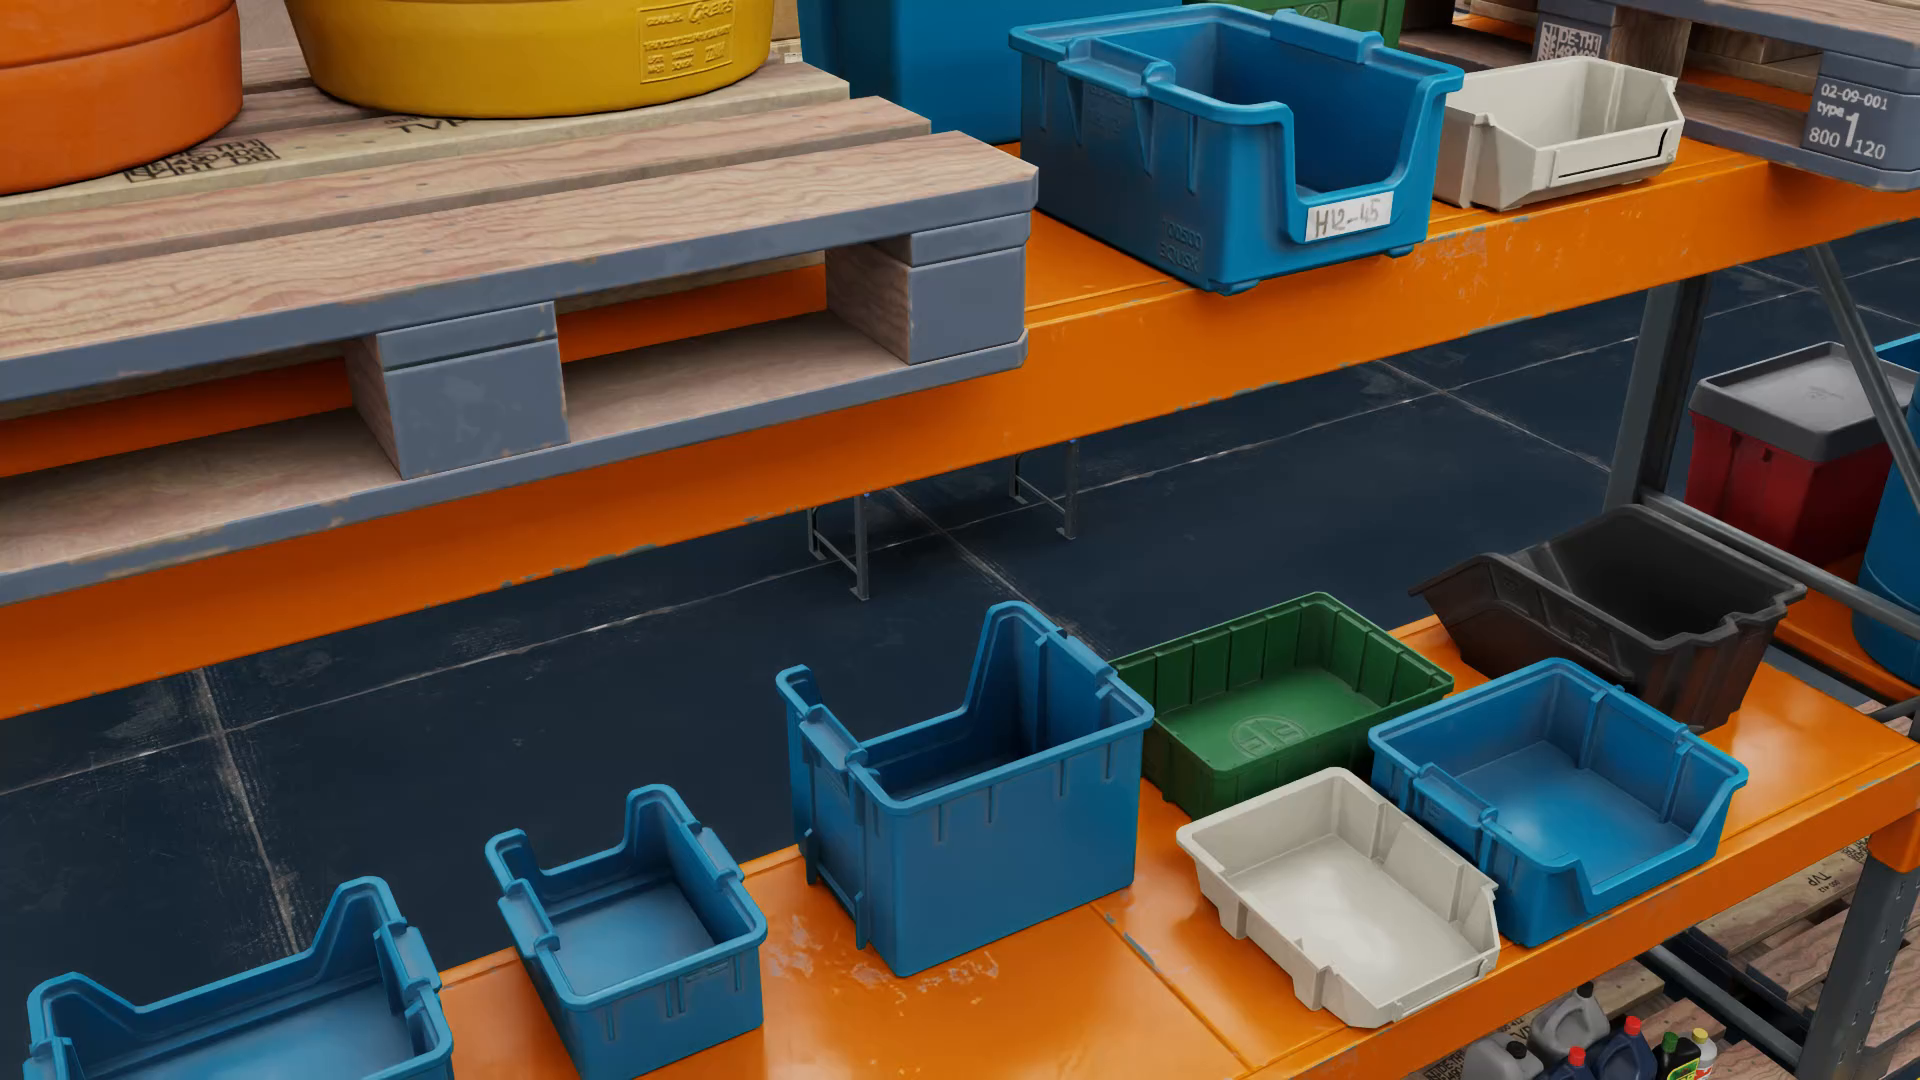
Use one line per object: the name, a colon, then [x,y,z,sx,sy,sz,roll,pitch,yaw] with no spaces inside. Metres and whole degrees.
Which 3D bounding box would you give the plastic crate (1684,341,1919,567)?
plastic crate: [2.265,-0.207,4.454,0.583,0.464,0.402,-16,33,-26]

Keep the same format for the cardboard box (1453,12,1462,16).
cardboard box: [2.609,-2.867,9.432,0.500,0.311,0.500,-14,32,-23]

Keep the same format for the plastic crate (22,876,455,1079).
plastic crate: [-1.166,0.864,2.733,0.616,0.251,0.499,-16,33,-26]

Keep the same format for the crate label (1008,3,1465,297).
crate label: [0.335,-0.522,2.142,0.408,0.251,0.502,-16,33,-26]

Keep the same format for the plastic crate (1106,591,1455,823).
plastic crate: [0.689,0.375,3.686,0.662,0.188,0.450,-16,33,-26]

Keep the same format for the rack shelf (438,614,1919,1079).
rack shelf: [0.278,0.872,3.311,4.000,0.370,1.077,-16,33,-26]

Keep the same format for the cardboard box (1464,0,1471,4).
cardboard box: [3.431,-3.405,9.778,0.700,0.500,0.500,22,36,34]

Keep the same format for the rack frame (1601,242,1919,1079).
rack frame: [2.003,0.067,4.024,0.127,3.000,1.000,-16,33,-26]

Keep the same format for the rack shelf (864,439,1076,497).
rack shelf: [-0.074,-0.478,6.937,1.000,0.185,0.538,-16,33,-26]

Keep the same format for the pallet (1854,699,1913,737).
pallet: [3.713,0.779,5.620,1.213,0.211,1.003,-16,33,-26]

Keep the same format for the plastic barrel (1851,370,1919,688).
plastic barrel: [2.489,-0.121,3.845,0.708,0.901,0.600,-16,33,-26]

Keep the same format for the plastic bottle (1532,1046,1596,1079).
plastic bottle: [1.428,1.359,3.969,0.185,0.351,0.144,-18,33,-29]

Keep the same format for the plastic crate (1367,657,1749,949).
plastic crate: [1.186,0.516,3.364,0.616,0.251,0.499,-16,33,-26]

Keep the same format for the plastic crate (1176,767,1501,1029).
plastic crate: [0.731,0.686,3.176,0.437,0.136,0.530,-16,33,-26]

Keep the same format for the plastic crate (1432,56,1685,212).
plastic crate: [0.824,-0.569,2.346,0.396,0.136,0.243,-16,33,-26]

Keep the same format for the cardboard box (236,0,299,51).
cardboard box: [-2.613,-2.007,6.335,0.500,0.500,0.700,-16,33,-26]

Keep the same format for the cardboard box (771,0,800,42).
cardboard box: [-0.883,-2.498,7.225,0.500,0.500,0.700,-16,33,-26]

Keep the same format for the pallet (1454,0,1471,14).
pallet: [3.494,-3.088,9.939,1.003,0.211,1.213,-16,33,-26]

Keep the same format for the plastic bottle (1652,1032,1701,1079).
plastic bottle: [1.755,1.319,4.112,0.133,0.283,0.061,-14,32,-24]

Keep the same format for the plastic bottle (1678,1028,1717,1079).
plastic bottle: [1.848,1.318,4.198,0.097,0.201,0.097,0,29,0]

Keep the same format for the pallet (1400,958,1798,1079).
pallet: [1.402,1.435,4.431,1.213,0.211,1.003,-16,33,-26]

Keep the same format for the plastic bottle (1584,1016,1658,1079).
plastic bottle: [1.593,1.312,4.054,0.185,0.351,0.144,-17,33,-28]

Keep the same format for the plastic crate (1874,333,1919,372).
plastic crate: [2.796,-0.325,4.752,0.575,0.384,0.392,-16,33,-26]

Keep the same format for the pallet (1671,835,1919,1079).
pallet: [2.660,1.080,5.075,1.213,0.211,1.003,-16,33,-26]

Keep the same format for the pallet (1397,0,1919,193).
pallet: [1.430,-0.946,2.951,1.003,0.211,1.213,-16,33,-26]

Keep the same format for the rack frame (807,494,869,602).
rack frame: [-0.512,-0.511,6.624,0.032,1.500,0.500,-16,33,-26]

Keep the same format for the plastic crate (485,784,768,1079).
plastic crate: [-0.603,0.708,3.017,0.408,0.251,0.499,-16,33,-26]

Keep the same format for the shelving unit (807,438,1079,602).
shelving unit: [-0.074,-0.636,6.850,1.048,1.500,0.538,-16,33,-26]

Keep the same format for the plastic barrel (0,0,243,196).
plastic barrel: [-1.091,-0.811,1.631,0.708,0.830,0.600,-16,33,-26]

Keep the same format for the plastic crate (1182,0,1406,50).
plastic crate: [0.504,-0.881,2.856,0.450,0.188,0.336,-16,33,-26]

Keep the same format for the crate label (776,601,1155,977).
crate label: [0.004,0.468,3.262,0.616,0.435,0.502,-16,33,-26]

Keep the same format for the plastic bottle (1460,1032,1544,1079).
plastic bottle: [1.331,1.336,4.088,0.135,0.276,0.152,-16,33,-26]

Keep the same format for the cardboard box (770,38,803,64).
cardboard box: [-0.844,-2.110,7.193,0.250,0.149,0.380,-17,33,-27]

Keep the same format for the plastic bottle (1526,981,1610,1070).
plastic bottle: [1.520,1.252,4.163,0.185,0.351,0.144,-16,33,-26]

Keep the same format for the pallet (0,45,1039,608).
pallet: [-0.683,-0.346,1.864,1.213,0.211,1.003,-16,33,-26]

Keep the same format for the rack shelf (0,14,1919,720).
rack shelf: [0.278,-0.442,2.586,4.000,0.370,1.077,-16,33,-26]

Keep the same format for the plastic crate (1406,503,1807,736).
plastic crate: [1.487,0.169,3.903,0.504,0.338,0.767,-16,33,-26]

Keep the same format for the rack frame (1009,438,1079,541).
rack frame: [0.365,-0.760,7.075,0.032,1.500,0.500,-16,33,-26]

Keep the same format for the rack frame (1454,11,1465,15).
rack frame: [2.945,-2.976,9.539,0.127,3.000,1.000,-16,33,-26]

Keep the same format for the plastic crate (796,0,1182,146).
plastic crate: [0.045,-0.852,2.602,0.575,0.384,0.392,-16,33,-26]

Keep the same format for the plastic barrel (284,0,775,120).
plastic barrel: [-0.528,-0.865,1.980,0.600,0.588,0.600,0,29,0]

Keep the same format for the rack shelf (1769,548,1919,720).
rack shelf: [3.727,-0.107,5.085,4.000,0.370,1.077,-16,33,-26]
